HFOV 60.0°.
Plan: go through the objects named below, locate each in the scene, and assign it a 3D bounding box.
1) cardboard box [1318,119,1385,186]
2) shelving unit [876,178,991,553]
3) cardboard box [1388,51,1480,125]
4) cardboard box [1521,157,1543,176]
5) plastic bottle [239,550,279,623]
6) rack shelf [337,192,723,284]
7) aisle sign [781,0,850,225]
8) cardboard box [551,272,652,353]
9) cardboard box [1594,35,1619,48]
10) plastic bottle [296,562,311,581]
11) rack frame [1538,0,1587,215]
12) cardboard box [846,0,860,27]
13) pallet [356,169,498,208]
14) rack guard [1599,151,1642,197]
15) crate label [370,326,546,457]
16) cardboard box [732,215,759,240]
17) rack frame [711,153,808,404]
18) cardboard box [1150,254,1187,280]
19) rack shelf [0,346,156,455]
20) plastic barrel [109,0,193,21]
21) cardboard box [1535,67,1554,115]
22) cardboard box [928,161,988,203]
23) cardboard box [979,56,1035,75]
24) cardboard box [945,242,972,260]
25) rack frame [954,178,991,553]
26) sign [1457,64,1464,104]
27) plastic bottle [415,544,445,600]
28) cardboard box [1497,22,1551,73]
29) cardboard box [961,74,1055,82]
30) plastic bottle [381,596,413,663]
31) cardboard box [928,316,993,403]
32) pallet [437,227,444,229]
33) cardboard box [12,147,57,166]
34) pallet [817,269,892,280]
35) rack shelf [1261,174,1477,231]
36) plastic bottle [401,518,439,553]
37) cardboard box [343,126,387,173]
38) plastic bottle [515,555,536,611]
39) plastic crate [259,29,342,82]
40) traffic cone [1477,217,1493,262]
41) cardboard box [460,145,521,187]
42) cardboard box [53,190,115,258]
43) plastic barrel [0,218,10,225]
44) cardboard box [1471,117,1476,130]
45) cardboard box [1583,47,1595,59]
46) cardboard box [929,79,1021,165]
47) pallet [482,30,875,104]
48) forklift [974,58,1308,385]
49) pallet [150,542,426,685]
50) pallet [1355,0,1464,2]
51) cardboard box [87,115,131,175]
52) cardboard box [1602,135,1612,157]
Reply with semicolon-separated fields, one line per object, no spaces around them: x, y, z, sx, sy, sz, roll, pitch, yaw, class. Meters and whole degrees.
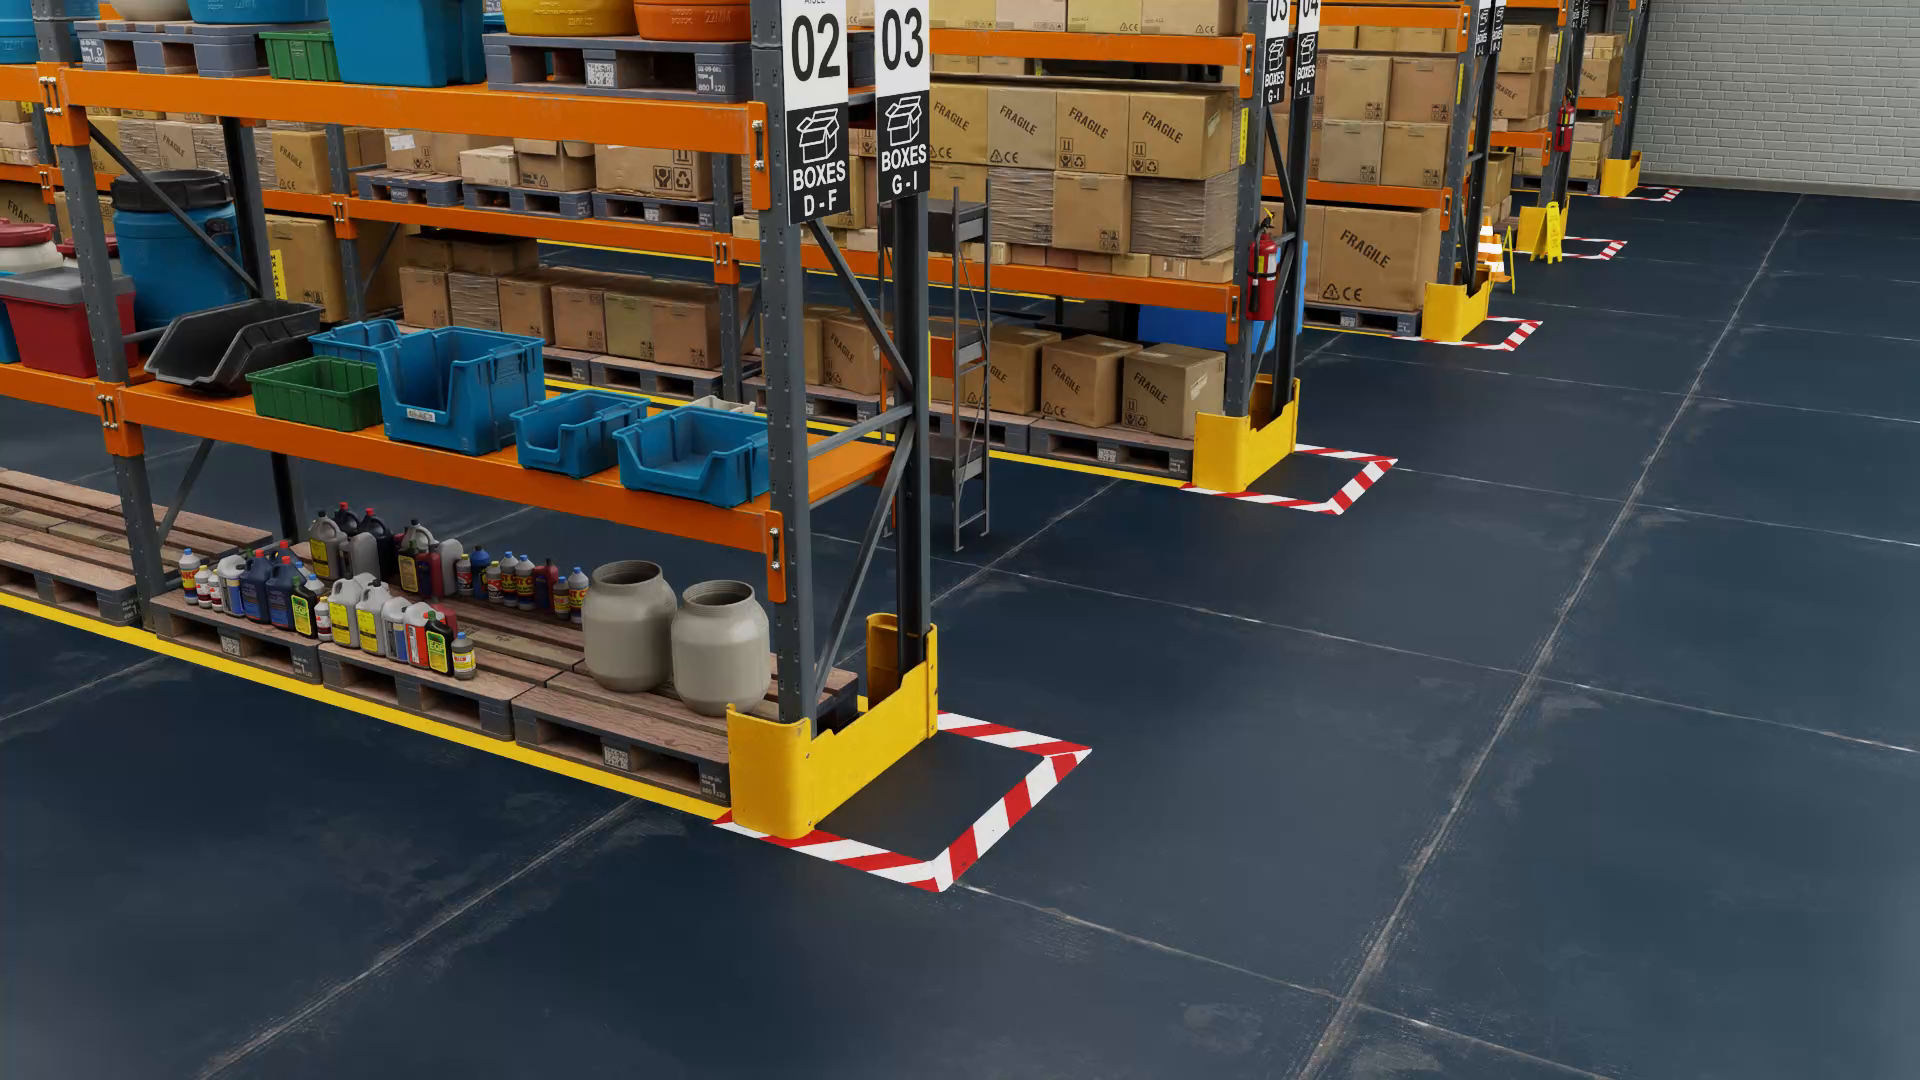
3.662;-3.556;15.049;0.550;0.550;0.875;11;23;27;cardboard box
-0.144;-1.015;9.583;0.503;2.100;0.431;11;23;27;shelving unit
4.194;-4.004;14.700;0.550;0.550;0.875;11;23;27;cardboard box
8.248;-5.295;23.481;0.500;0.250;0.500;11;23;27;cardboard box
-3.413;0.213;8.118;0.185;0.351;0.144;11;23;29;plastic bottle
-3.246;-2.552;13.557;4.000;0.370;1.077;11;23;27;rack shelf
-0.506;-1.540;5.898;0.004;0.787;0.394;11;23;27;aisle sign
-2.922;-1.876;13.658;0.500;0.500;0.700;9;22;23;cardboard box
8.827;-6.810;22.705;0.250;0.149;0.380;11;23;27;cardboard box
-3.228;0.239;8.164;0.097;0.271;0.097;0;20;0;plastic bottle
6.825;-4.843;18.816;0.127;3.000;1.000;11;23;27;rack frame
-0.768;-3.660;11.376;0.500;0.250;0.500;11;22;27;cardboard box
-4.318;-3.046;14.144;1.003;0.211;1.213;11;23;27;pallet
9.263;-5.142;23.307;0.348;0.500;1.175;11;23;27;rack guard
-2.162;-0.660;7.234;0.616;0.435;0.502;11;23;27;crate label
-1.459;-2.314;12.215;0.250;0.149;0.380;11;23;27;cardboard box
-1.500;-2.558;12.517;0.127;3.000;1.000;11;23;27;rack frame
1.424;-1.802;10.802;0.250;0.149;0.380;11;23;27;cardboard box
-5.662;-1.078;9.492;4.000;0.370;1.077;11;23;27;rack shelf
-3.636;-2.613;7.491;0.421;0.512;0.421;0;20;0;plastic barrel
6.547;-5.191;19.193;0.500;0.500;0.500;10;22;26;cardboard box
0.184;-2.409;11.524;0.500;0.500;0.875;11;23;27;cardboard box
0.571;-4.615;16.577;0.500;0.500;0.700;10;22;26;cardboard box
0.097;-2.041;11.460;0.250;0.149;0.380;11;23;27;cardboard box
0.069;-0.974;9.471;0.015;2.100;0.400;11;23;27;rack frame
4.222;-3.849;14.031;0.005;0.325;0.100;11;23;27;sign
-2.675;0.154;8.380;0.133;0.283;0.061;11;23;27;plastic bottle
6.272;-5.519;18.633;0.500;0.500;0.700;10;22;26;cardboard box
0.335;-2.971;11.608;0.500;0.500;0.500;11;23;27;cardboard box
-2.569;0.408;7.692;0.135;0.276;0.152;10;22;26;plastic bottle
-0.087;-1.329;12.179;0.500;0.500;0.500;9;22;23;cardboard box
-6.581;-4.138;20.963;1.213;0.211;1.003;11;23;27;pallet
-8.910;-3.723;16.099;0.250;0.149;0.380;11;23;28;cardboard box
-0.773;-3.015;17.867;1.213;0.211;1.003;11;23;27;pallet
2.753;-3.347;15.747;4.000;0.370;1.077;11;23;27;rack shelf
-2.763;0.062;8.534;0.185;0.351;0.144;11;22;27;plastic bottle
-5.284;-3.432;14.780;0.500;0.500;0.500;12;23;29;cardboard box
-2.154;0.207;8.253;0.097;0.271;0.097;0;20;0;plastic bottle
-2.671;-2.050;7.030;0.450;0.188;0.336;11;23;27;plastic crate
5.820;-3.338;18.387;0.334;0.463;0.336;11;23;27;traffic cone
-3.641;-3.003;13.348;0.500;0.250;0.500;10;22;26;cardboard box
-7.916;-2.986;16.198;0.875;0.875;1.225;11;23;27;cardboard box
-5.662;-1.565;9.582;0.433;0.535;0.433;0;20;0;plastic barrel
5.905;-4.781;19.015;0.250;0.149;0.380;10;22;26;cardboard box
8.565;-6.681;22.786;0.250;0.149;0.380;11;23;28;cardboard box
0.084;-2.818;11.186;0.500;0.500;0.500;11;23;27;cardboard box
-1.098;-1.906;6.599;1.213;0.211;1.003;11;23;27;pallet
1.294;-2.924;13.627;3.031;2.935;1.130;11;23;28;forklift
-3.350;0.352;8.586;1.213;0.211;1.003;11;23;27;pallet
3.846;-4.841;14.543;1.213;0.211;1.003;11;23;27;pallet
-7.765;-3.701;15.522;0.500;0.500;0.500;11;23;27;cardboard box
8.933;-5.601;23.590;0.500;0.250;0.500;11;23;28;cardboard box
